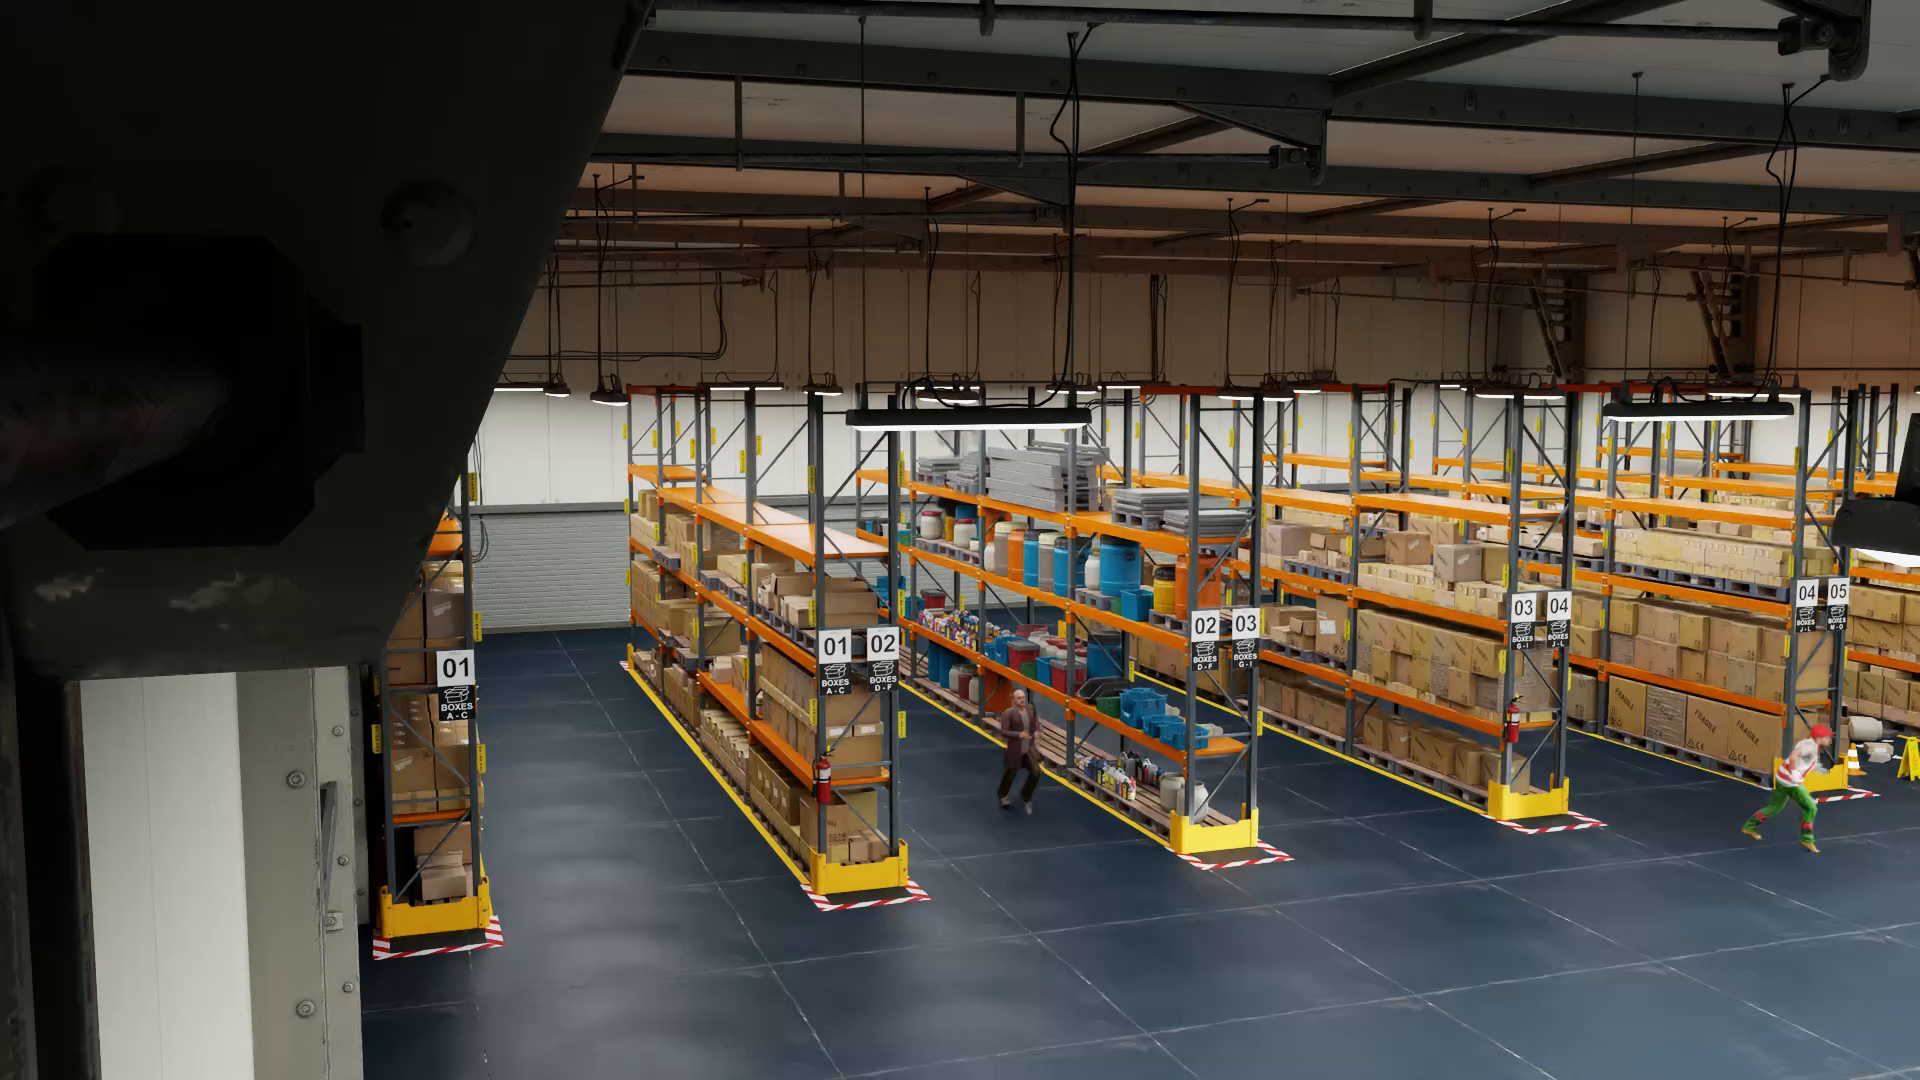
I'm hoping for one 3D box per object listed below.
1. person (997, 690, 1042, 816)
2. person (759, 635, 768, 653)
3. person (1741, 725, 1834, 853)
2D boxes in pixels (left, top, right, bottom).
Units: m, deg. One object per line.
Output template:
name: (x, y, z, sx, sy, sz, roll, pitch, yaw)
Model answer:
person: (0.869, 3.006, 23.687, 0.726, 1.798, 0.948, -3, 6, -23)
person: (-4.085, 1.860, 34.431, 0.702, 1.590, 0.753, -4, 7, -31)
person: (10.875, 3.261, 21.866, 1.052, 1.731, 0.707, 2, 6, 20)
